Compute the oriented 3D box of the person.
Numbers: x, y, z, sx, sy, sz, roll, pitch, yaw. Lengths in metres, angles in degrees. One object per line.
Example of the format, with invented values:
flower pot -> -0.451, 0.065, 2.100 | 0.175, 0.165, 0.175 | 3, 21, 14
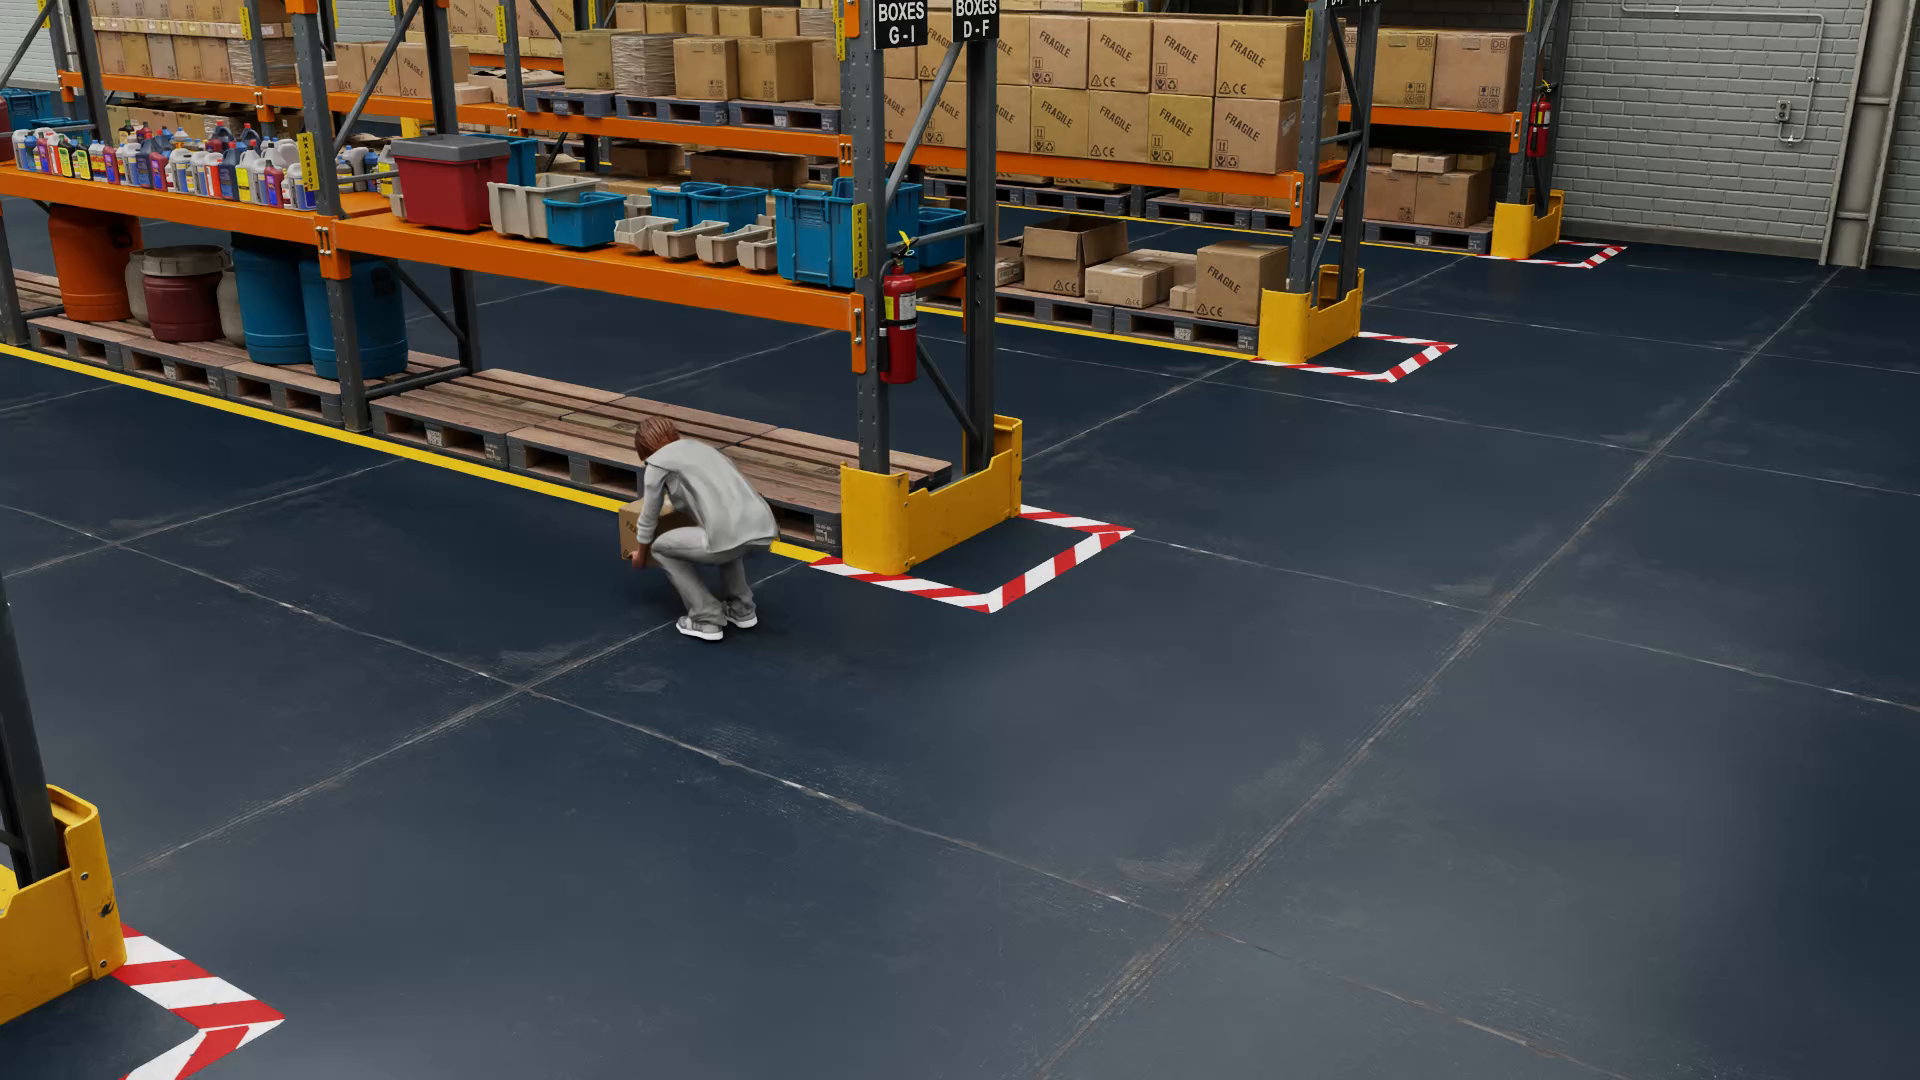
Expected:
person -> -1.154, -0.060, 7.291 | 0.417, 0.890, 0.888 | -17, 26, -39
